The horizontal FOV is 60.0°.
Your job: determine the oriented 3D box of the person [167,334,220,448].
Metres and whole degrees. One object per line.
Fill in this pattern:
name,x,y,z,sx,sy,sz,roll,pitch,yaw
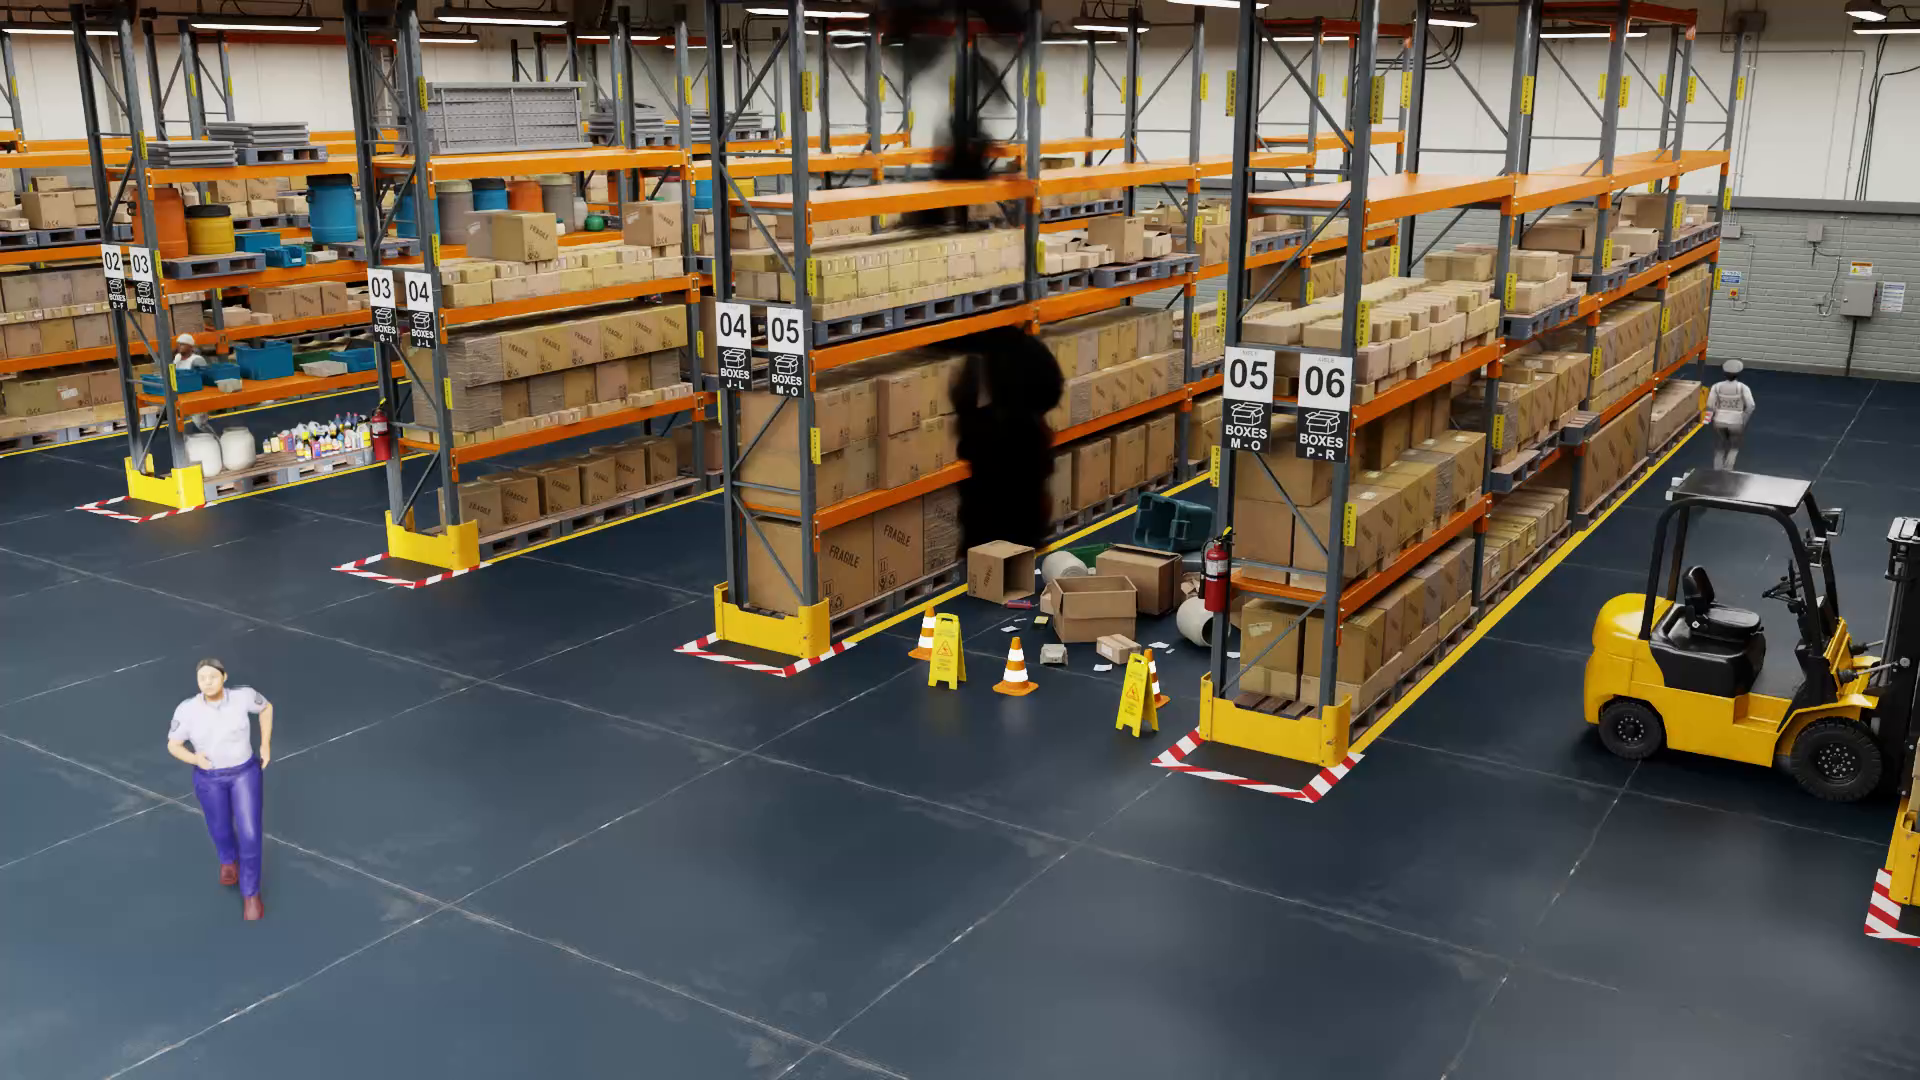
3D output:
person,-10.563,-1.986,22.754,0.656,1.667,0.732,6,17,20

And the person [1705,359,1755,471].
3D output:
person,9.959,-1.546,21.521,0.596,1.596,0.490,9,18,30

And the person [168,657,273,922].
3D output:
person,-4.690,1.557,10.642,0.608,1.689,0.759,-5,16,-18
